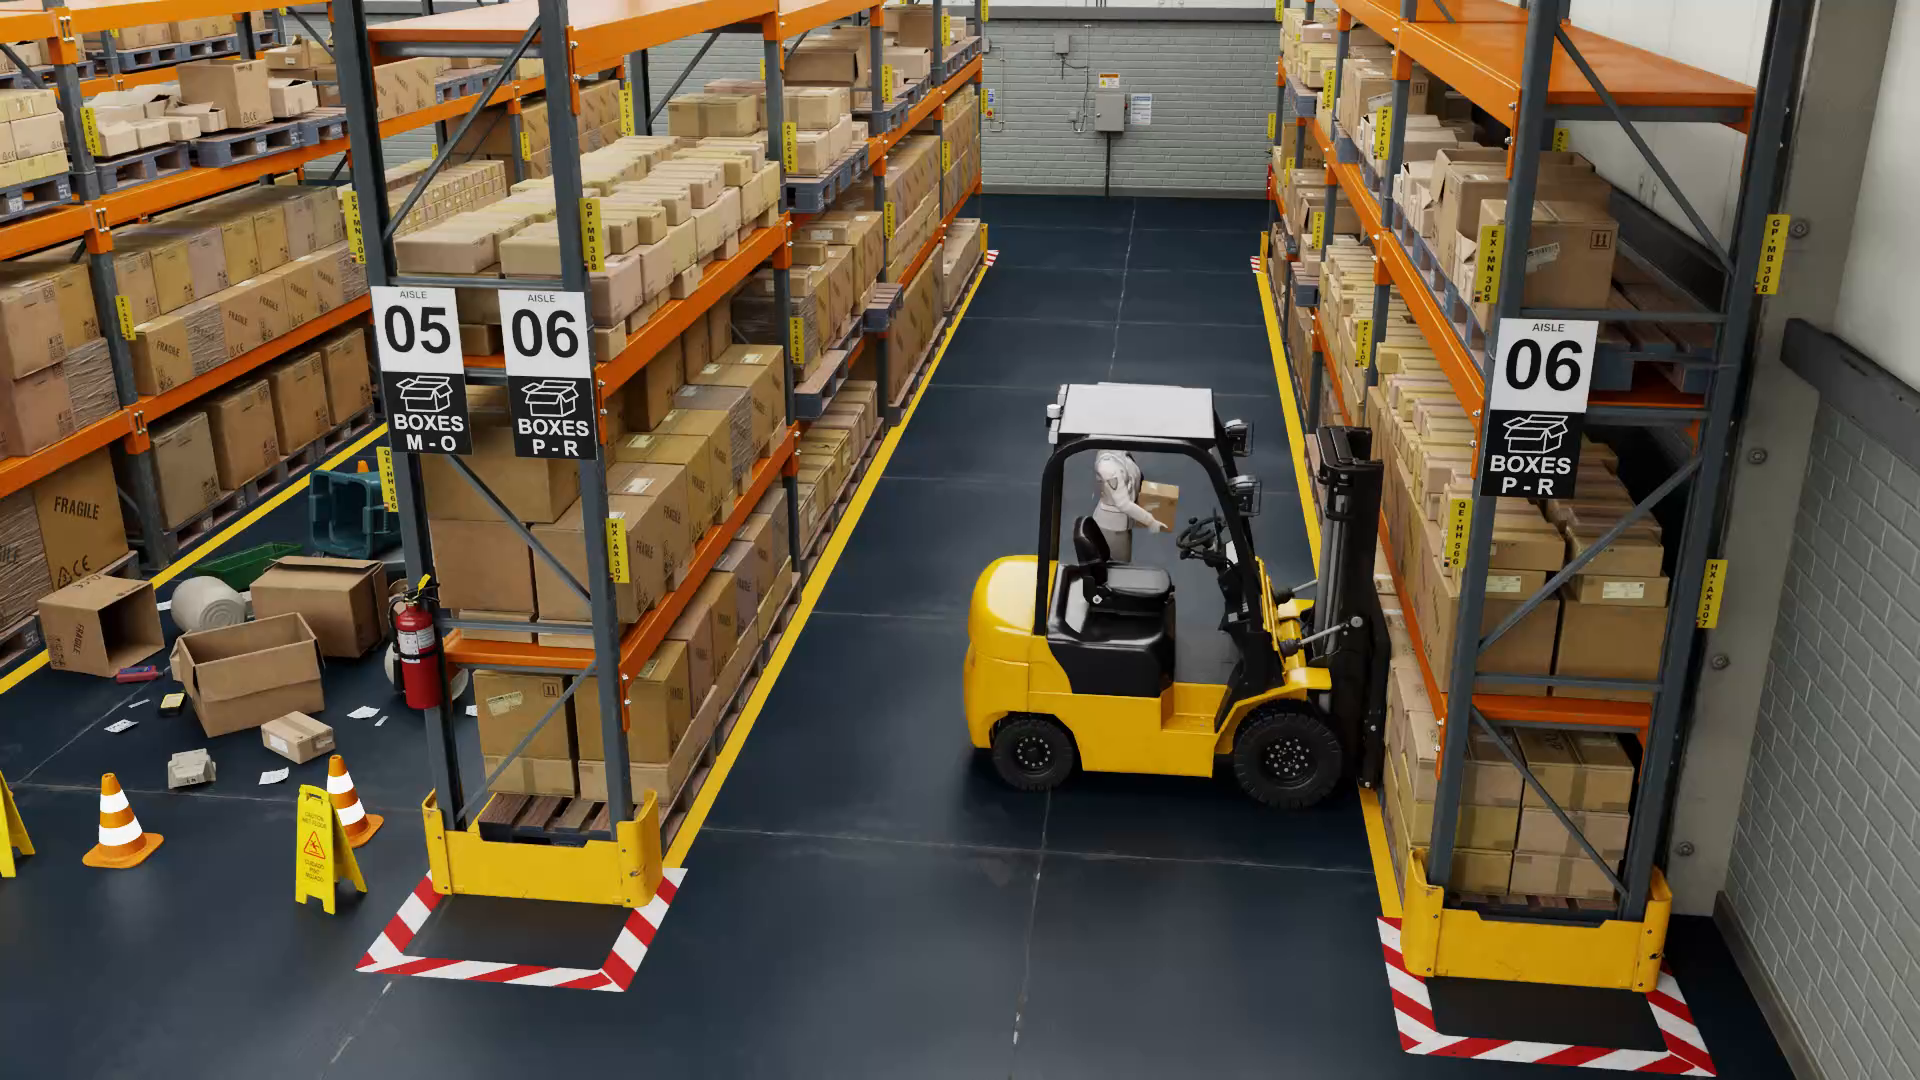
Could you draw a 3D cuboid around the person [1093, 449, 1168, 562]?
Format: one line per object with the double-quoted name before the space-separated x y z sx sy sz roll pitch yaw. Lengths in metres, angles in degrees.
"person" 1.128 -0.080 11.257 0.560 1.686 0.459 3 21 7
